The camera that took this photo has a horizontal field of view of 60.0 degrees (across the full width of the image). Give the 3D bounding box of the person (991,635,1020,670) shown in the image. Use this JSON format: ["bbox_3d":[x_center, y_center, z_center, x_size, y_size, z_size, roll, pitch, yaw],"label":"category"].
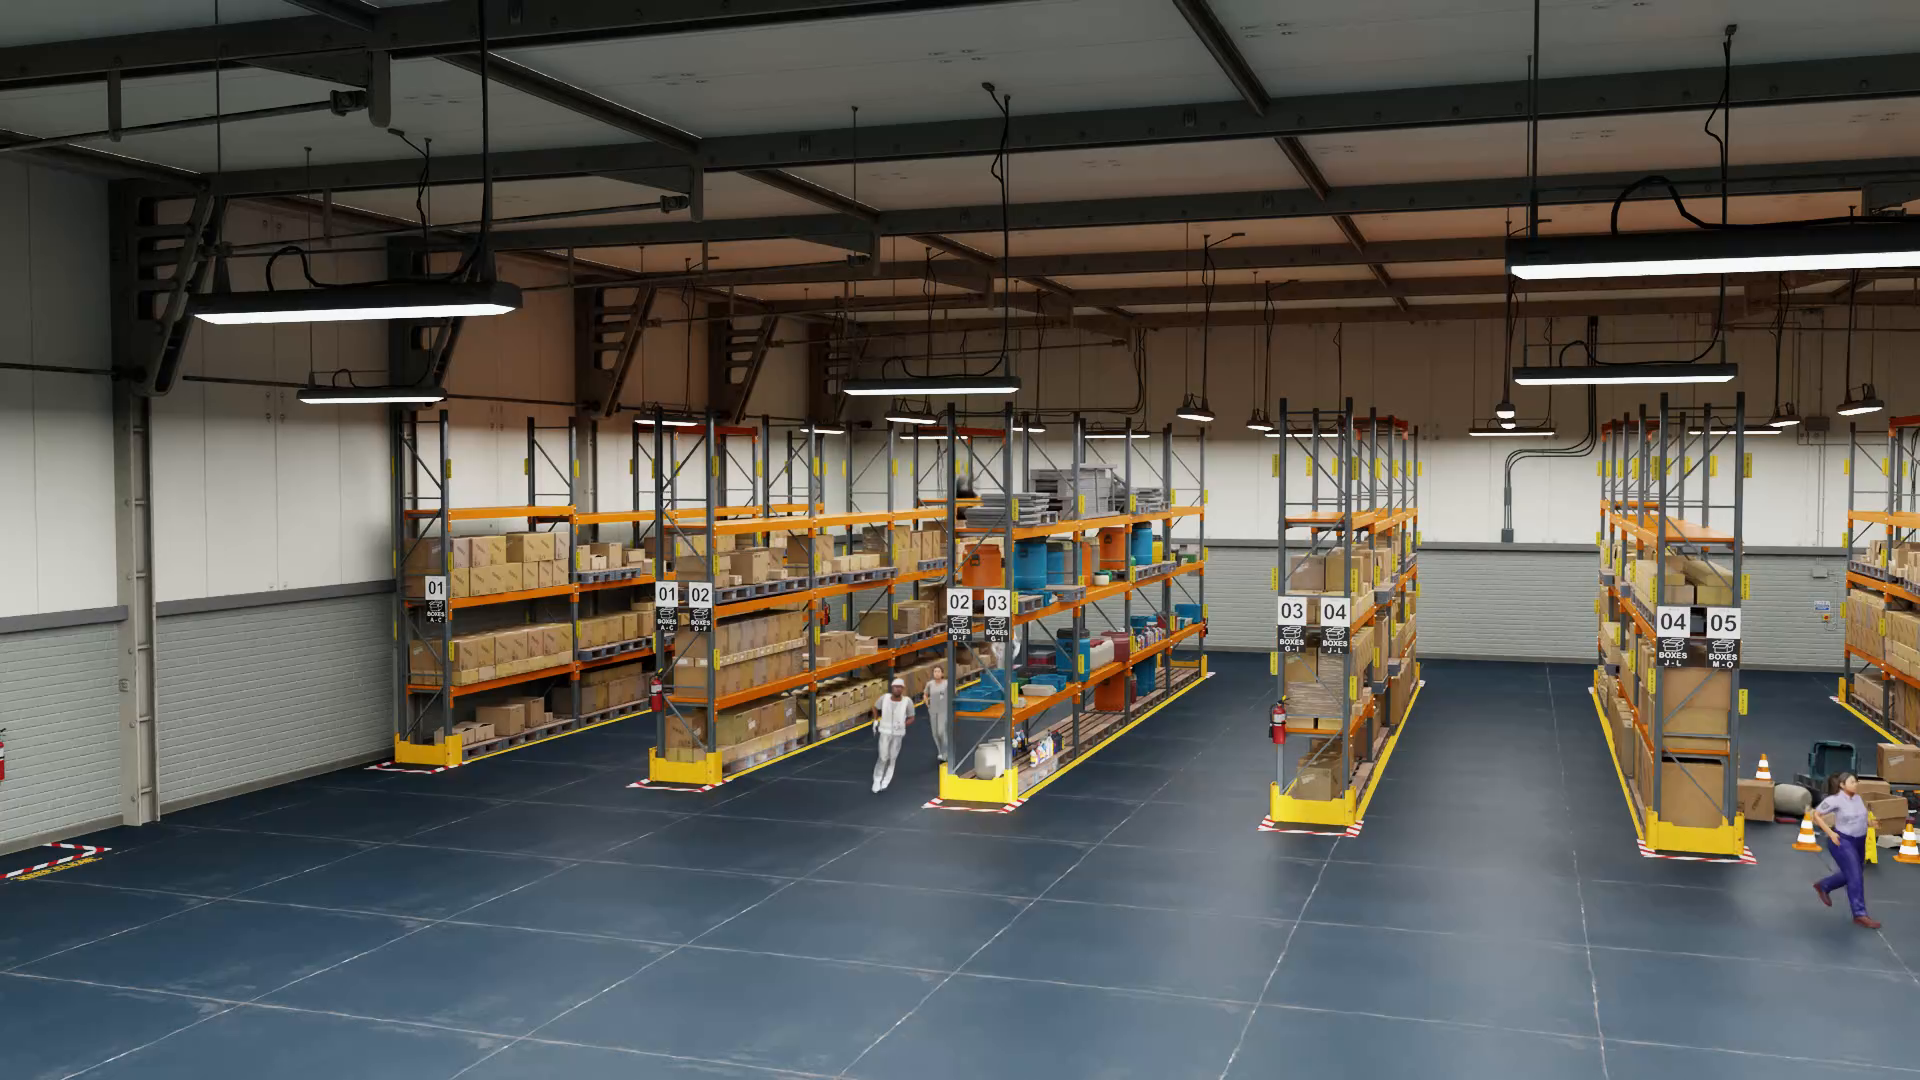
[{"bbox_3d":[0.980,2.570,36.074,0.658,1.662,0.559,1,3,13],"label":"person"}]

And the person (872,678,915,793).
[{"bbox_3d":[-1.033,3.024,25.778,0.680,1.768,0.640,0,2,-5],"label":"person"}]

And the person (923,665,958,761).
[{"bbox_3d":[-0.372,2.954,28.369,0.563,1.636,0.602,1,3,17],"label":"person"}]

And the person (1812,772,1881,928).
[{"bbox_3d":[9.813,3.425,18.415,0.615,1.539,0.918,-1,3,-25],"label":"person"}]
